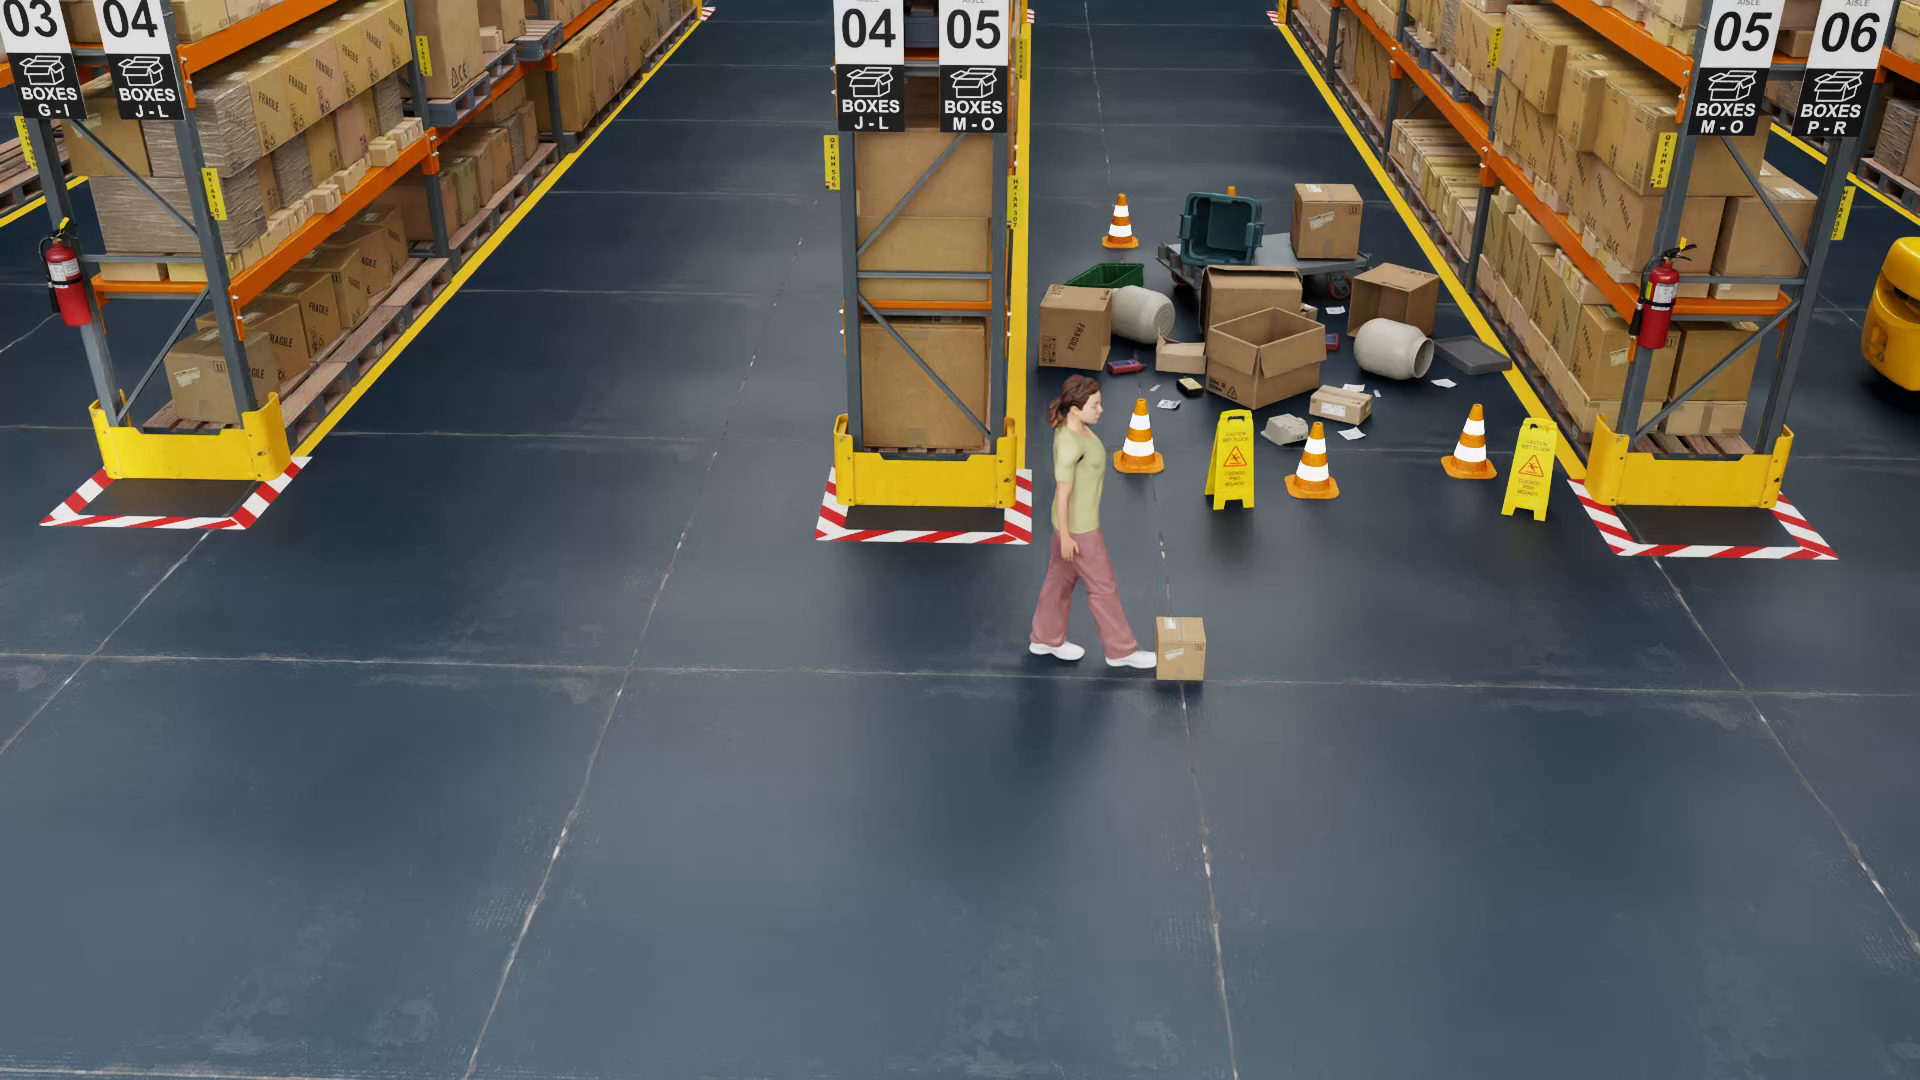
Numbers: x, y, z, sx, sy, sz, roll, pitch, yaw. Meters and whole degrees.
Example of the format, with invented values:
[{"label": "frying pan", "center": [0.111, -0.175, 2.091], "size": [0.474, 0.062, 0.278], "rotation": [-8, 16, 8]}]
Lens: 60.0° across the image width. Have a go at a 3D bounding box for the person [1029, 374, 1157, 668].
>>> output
[{"label": "person", "center": [0.743, -0.089, 8.772], "size": [0.725, 1.664, 0.462], "rotation": [2, 28, 3]}]
